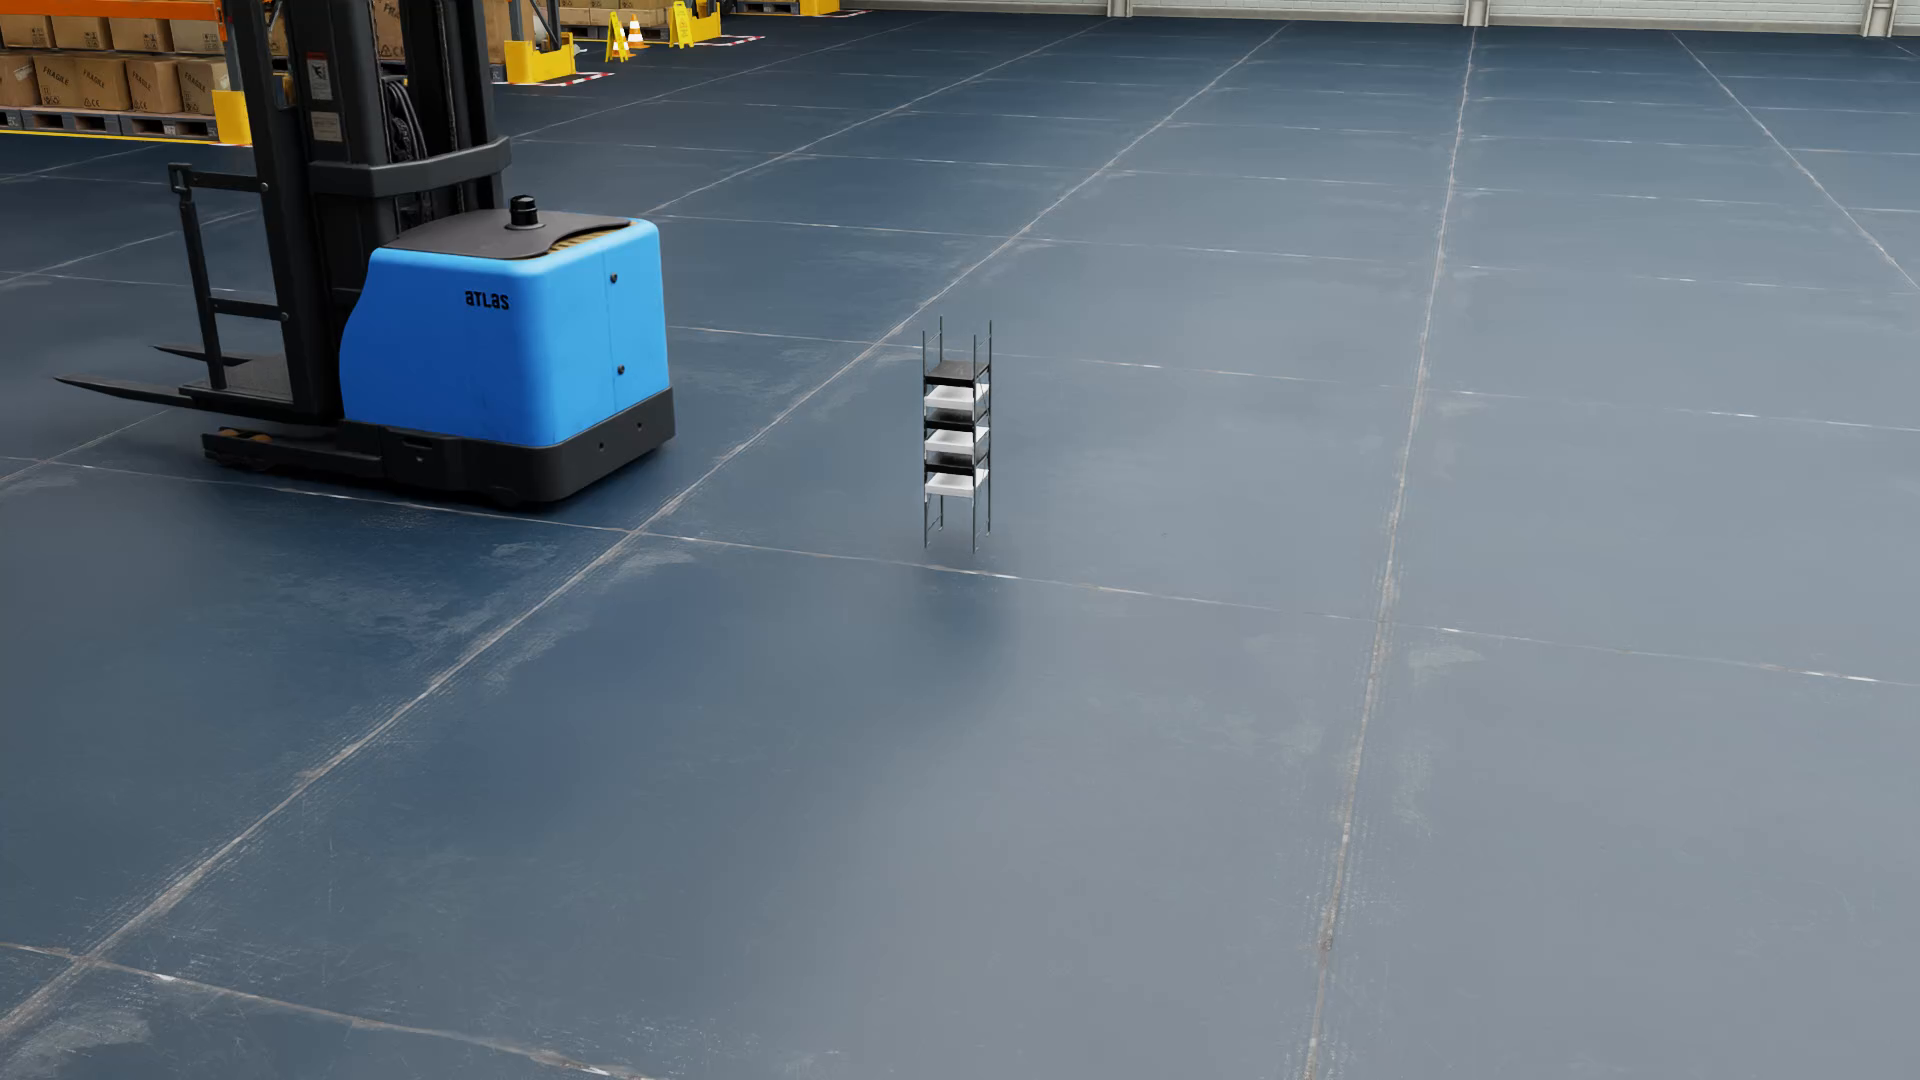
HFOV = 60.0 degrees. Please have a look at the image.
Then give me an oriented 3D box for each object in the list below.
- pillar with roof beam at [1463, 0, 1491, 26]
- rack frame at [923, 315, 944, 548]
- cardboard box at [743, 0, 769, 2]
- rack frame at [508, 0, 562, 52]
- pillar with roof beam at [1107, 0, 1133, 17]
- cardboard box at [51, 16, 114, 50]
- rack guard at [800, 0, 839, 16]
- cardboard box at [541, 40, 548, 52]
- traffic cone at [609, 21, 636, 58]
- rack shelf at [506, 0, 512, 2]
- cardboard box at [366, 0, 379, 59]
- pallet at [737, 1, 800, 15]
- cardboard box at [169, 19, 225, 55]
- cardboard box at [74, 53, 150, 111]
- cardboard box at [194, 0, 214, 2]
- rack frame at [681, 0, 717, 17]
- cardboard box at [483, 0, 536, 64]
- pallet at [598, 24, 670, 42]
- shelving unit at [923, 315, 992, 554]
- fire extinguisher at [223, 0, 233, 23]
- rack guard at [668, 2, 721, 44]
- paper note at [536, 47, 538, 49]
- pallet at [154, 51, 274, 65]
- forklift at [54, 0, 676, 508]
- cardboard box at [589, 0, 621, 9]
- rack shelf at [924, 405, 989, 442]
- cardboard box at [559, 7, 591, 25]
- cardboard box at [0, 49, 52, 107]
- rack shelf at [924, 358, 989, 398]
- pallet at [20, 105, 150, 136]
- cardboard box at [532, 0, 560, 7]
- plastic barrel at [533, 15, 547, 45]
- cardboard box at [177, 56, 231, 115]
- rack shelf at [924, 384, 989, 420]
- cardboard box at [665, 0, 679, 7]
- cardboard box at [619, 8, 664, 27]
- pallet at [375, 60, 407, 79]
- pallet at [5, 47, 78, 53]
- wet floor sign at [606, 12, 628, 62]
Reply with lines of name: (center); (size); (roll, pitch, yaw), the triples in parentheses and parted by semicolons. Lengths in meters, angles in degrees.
pillar with roof beam: (7.308, -11.137, 22.063); (0.400, 9.000, 9.100); (7, 23, 16)
rack frame: (-0.105, -0.428, 6.629); (0.006, 0.900, 0.240); (7, 23, 16)
cardboard box: (-3.545, -9.754, 29.667); (0.500, 0.250, 0.500); (7, 23, 15)
rack frame: (-5.294, -7.224, 20.429); (0.127, 3.000, 1.000); (7, 23, 16)
pillar with roof beam: (1.564, -11.795, 23.667); (0.400, 9.000, 9.100); (7, 23, 16)
cardboard box: (-11.558, -7.060, 22.441); (0.750, 0.750, 1.050); (7, 23, 16)
rack guard: (-2.508, -9.678, 29.706); (0.348, 0.500, 1.175); (7, 23, 16)
cardboard box: (-5.799, -7.124, 23.942); (0.380, 0.149, 0.250); (-20, 29, -39)
traffic cone: (-4.741, -6.998, 23.220); (0.334, 0.463, 0.336); (7, 23, 16)
rack shelf: (-7.209, -7.110, 21.100); (4.000, 0.370, 1.077); (7, 23, 16)
cardboard box: (-7.678, -6.682, 21.354); (0.875, 0.875, 0.875); (7, 23, 16)
pallet: (-3.275, -9.616, 29.934); (1.213, 0.211, 1.003); (7, 23, 16)
cardboard box: (-9.744, -6.851, 21.931); (0.750, 0.750, 1.050); (6, 23, 15)
cardboard box: (-8.593, -4.674, 16.952); (0.500, 0.500, 0.500); (9, 24, 20)
cardboard box: (-7.156, -5.273, 16.003); (0.250, 0.149, 0.380); (7, 23, 16)
rack frame: (-3.961, -9.034, 24.840); (0.127, 3.000, 1.000); (7, 23, 16)
cardboard box: (-5.963, -6.486, 20.875); (0.875, 0.875, 0.875); (7, 23, 16)
pallet: (-4.801, -7.854, 25.638); (1.213, 0.211, 1.003); (7, 23, 16)
shelving unit: (-0.008, -0.417, 6.601); (0.210, 0.900, 0.258); (7, 23, 16)
fire extinguisher: (-6.847, -5.217, 15.638); (0.183, 0.674, 0.296); (7, 23, 16)
rack guard: (-4.034, -7.885, 25.335); (0.348, 0.500, 1.175); (7, 23, 16)
paper note: (-6.211, -7.183, 24.255); (0.142, 0.019, 0.148); (16, 27, 34)
pallet: (-9.884, -6.430, 22.166); (1.213, 0.211, 1.003); (7, 23, 16)
forklift: (-2.897, -1.839, 7.390); (3.031, 2.935, 1.130); (9, 24, 21)
cardboard box: (-5.304, -8.352, 25.260); (0.500, 0.500, 0.500); (7, 23, 17)
rack shelf: (-0.008, -0.470, 6.580); (0.200, 0.077, 0.258); (7, 23, 16)
cardboard box: (-5.809, -8.062, 25.540); (0.500, 0.250, 0.500); (6, 23, 14)
cardboard box: (-9.731, -4.791, 17.237); (0.500, 0.500, 0.500); (15, 27, 32)
rack shelf: (-0.008, -0.636, 6.512); (0.200, 0.077, 0.258); (7, 23, 16)
pallet: (-8.828, -4.387, 17.188); (1.213, 0.211, 1.003); (7, 23, 16)
cardboard box: (-6.292, -8.466, 25.539); (0.500, 0.500, 0.500); (8, 24, 18)
plastic barrel: (-6.376, -7.518, 24.540); (0.512, 0.421, 0.421); (-14, 26, -30)
cardboard box: (-7.417, -4.545, 16.639); (0.500, 0.500, 0.500); (11, 25, 25)
rack shelf: (-0.008, -0.553, 6.546); (0.200, 0.077, 0.258); (7, 23, 16)
cardboard box: (-4.676, -8.494, 25.606); (0.500, 0.500, 0.500); (6, 23, 14)
cardboard box: (-4.836, -7.949, 25.266); (0.500, 0.250, 0.500); (6, 23, 15)
pallet: (-7.247, -6.127, 21.430); (1.213, 0.211, 1.003); (7, 23, 15)
pallet: (-12.220, -6.697, 22.818); (1.213, 0.211, 1.003); (7, 23, 16)
wet floor sign: (-4.695, -6.851, 22.622); (0.232, 0.644, 0.267); (3, 22, 6)
